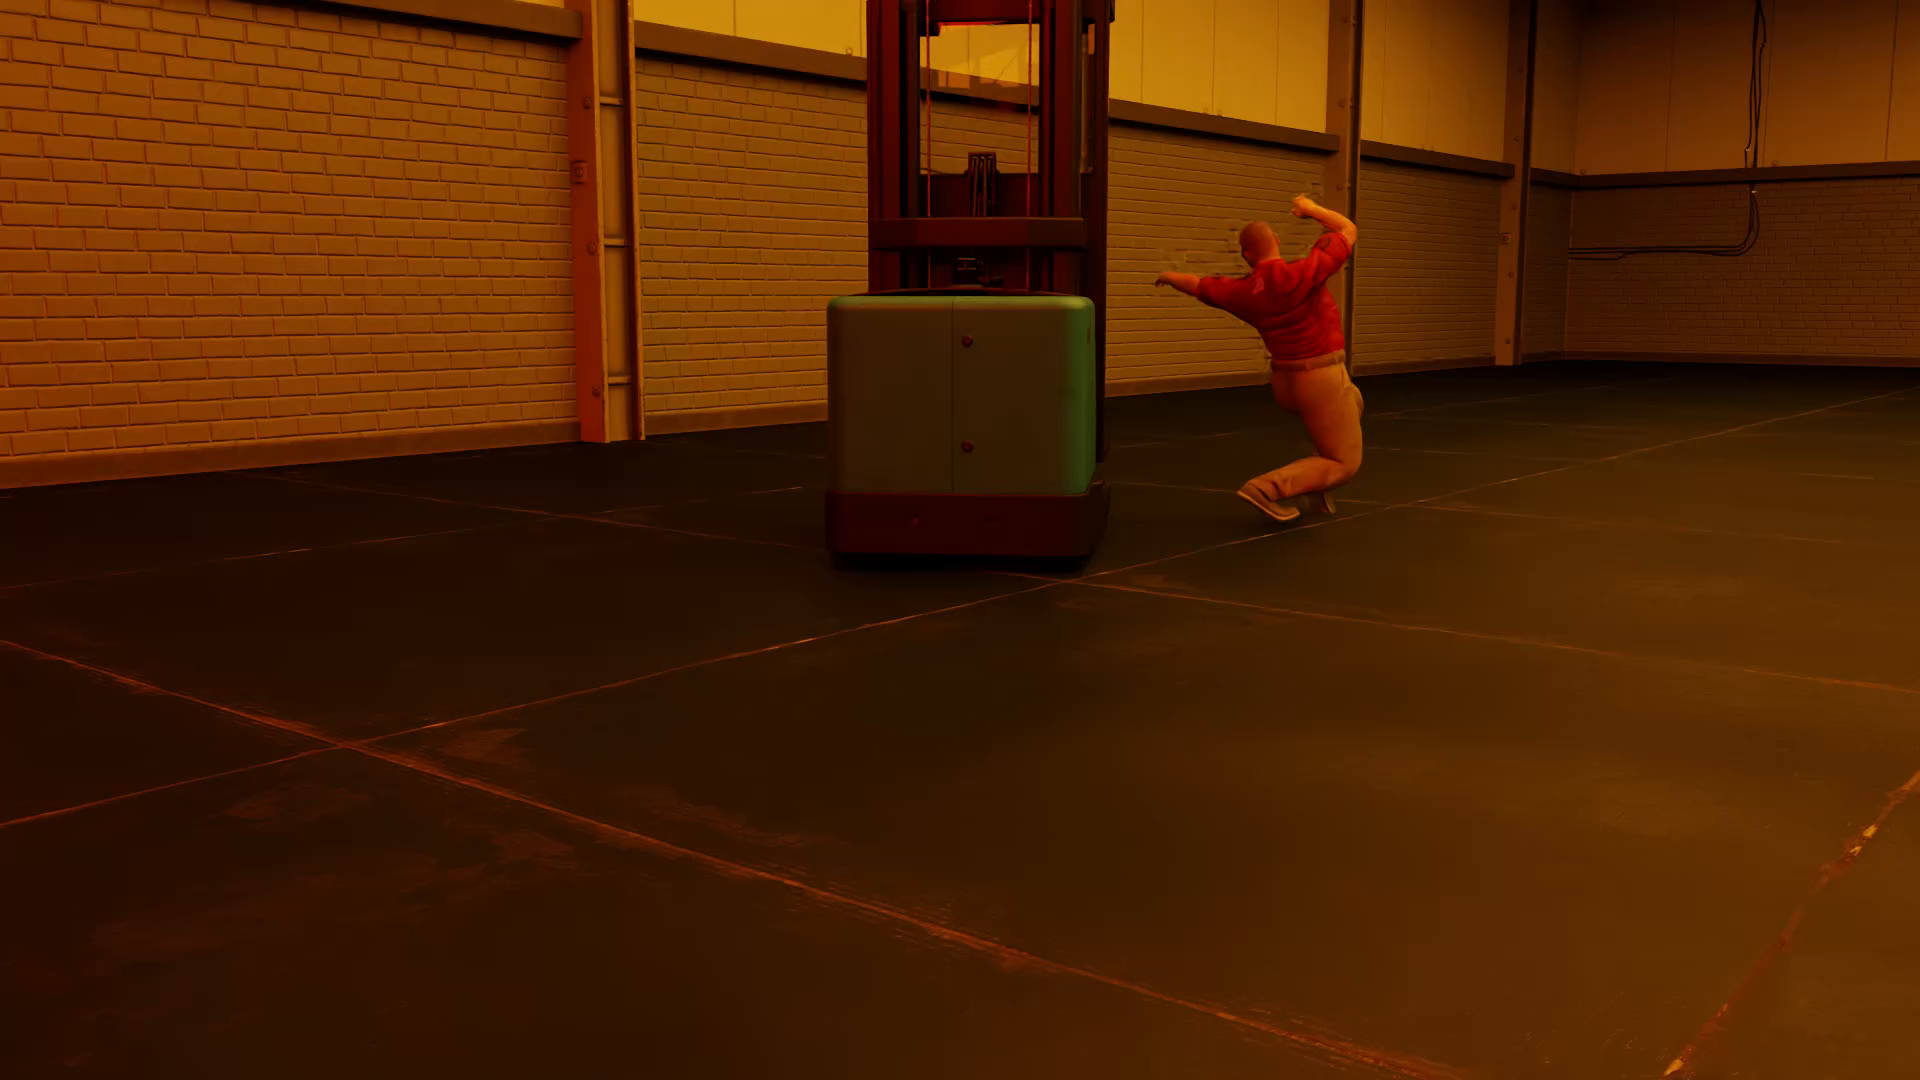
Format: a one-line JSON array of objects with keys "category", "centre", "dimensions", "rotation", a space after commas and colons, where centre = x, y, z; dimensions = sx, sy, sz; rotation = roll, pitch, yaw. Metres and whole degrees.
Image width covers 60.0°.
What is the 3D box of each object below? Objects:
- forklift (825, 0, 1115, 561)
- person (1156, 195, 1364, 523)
[{"category": "forklift", "centre": [0.156, -1.539, 7.797], "dimensions": [1.130, 2.935, 3.031], "rotation": [1, 8, 7]}, {"category": "person", "centre": [1.556, -0.881, 8.206], "dimensions": [0.860, 1.601, 1.108], "rotation": [-4, 9, -27]}]
